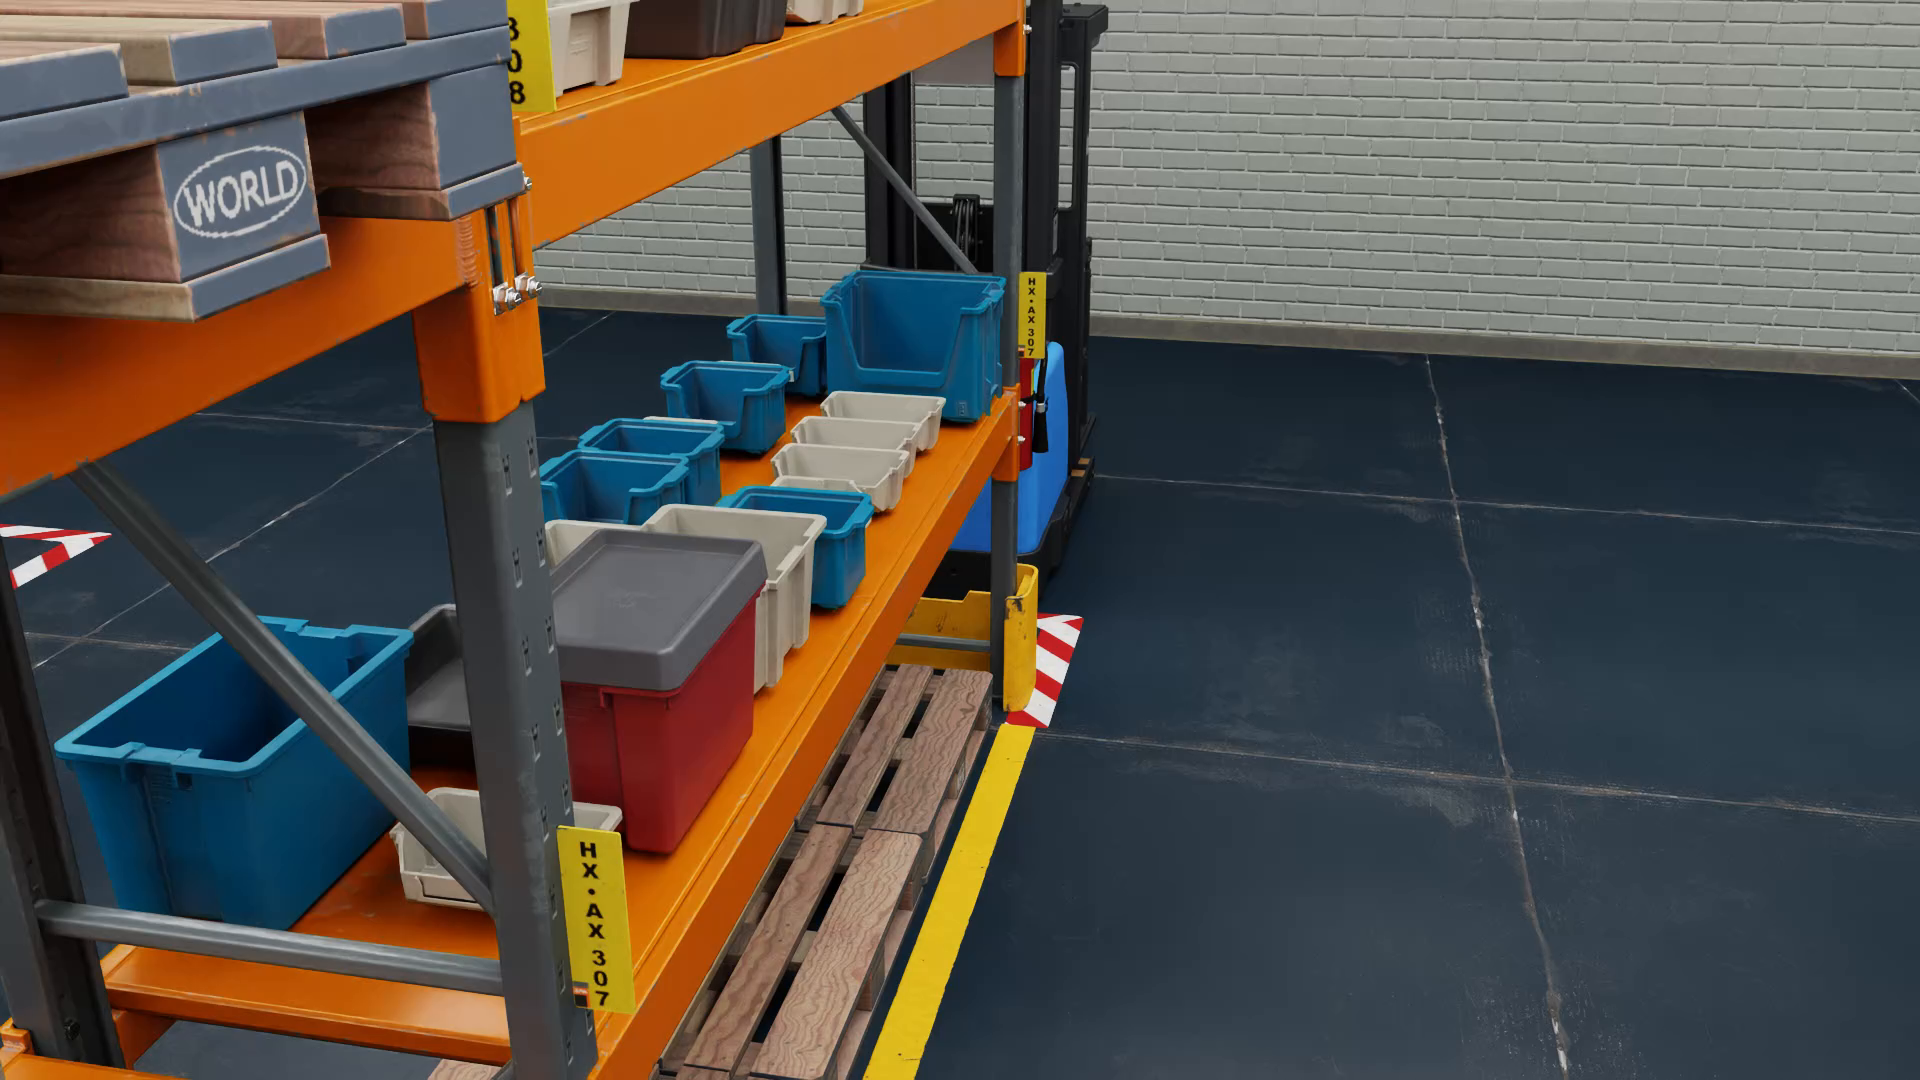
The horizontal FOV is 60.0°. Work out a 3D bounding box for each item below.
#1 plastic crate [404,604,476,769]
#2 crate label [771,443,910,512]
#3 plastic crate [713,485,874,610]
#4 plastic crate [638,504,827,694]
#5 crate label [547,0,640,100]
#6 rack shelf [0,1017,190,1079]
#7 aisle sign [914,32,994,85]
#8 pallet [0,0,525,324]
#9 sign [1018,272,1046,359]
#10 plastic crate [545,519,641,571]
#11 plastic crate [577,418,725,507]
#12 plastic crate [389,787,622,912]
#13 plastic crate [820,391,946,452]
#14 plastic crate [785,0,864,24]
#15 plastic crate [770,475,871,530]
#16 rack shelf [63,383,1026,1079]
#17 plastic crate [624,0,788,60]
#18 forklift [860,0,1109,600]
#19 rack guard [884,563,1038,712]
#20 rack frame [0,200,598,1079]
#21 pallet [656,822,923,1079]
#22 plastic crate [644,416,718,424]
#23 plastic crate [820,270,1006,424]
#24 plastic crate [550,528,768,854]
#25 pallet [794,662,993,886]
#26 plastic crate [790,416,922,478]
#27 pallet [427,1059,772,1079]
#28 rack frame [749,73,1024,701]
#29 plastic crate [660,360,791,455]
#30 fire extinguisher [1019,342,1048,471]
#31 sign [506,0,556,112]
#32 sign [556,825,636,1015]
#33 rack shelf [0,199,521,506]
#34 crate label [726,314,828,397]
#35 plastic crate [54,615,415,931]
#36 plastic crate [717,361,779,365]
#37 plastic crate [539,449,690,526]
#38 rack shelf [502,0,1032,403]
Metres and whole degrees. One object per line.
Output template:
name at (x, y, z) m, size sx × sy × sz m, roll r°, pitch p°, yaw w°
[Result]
plastic crate at (-1.124, 0.336, 3.791) m, size 0.437 × 0.125 × 0.590 m, roll 4°, pitch 22°, yaw 11°
crate label at (-0.369, -0.181, 5.062) m, size 0.396 × 0.136 × 0.243 m, roll 4°, pitch 22°, yaw 11°
plastic crate at (-0.441, 0.024, 4.423) m, size 0.416 × 0.233 × 0.300 m, roll 4°, pitch 22°, yaw 11°
plastic crate at (-0.598, 0.149, 4.047) m, size 0.437 × 0.282 × 0.530 m, roll 4°, pitch 22°, yaw 11°
crate label at (-0.707, -0.760, 2.563) m, size 0.293 × 0.136 × 0.466 m, roll 4°, pitch 22°, yaw 11°
rack shelf at (-1.498, 1.731, 1.002) m, size 1.077 × 0.370 × 4.000 m, roll 4°, pitch 22°, yaw 11°
aisle sign at (0.028, -2.006, 5.841) m, size 0.394 × 0.787 × 0.004 m, roll 4°, pitch 22°, yaw 11°
pallet at (-1.154, -0.343, 1.429) m, size 1.213 × 0.211 × 1.003 m, roll 4°, pitch 22°, yaw 11°
sign at (0.269, -0.836, 6.196) m, size 0.100 × 0.325 × 0.005 m, roll 4°, pitch 22°, yaw 11°
plastic crate at (-1.028, 0.101, 4.360) m, size 0.293 × 0.136 × 0.466 m, roll 4°, pitch 22°, yaw 11°
plastic crate at (-0.915, -0.200, 4.979) m, size 0.416 × 0.233 × 0.300 m, roll 4°, pitch 22°, yaw 11°
plastic crate at (-0.855, 0.601, 3.118) m, size 0.396 × 0.136 × 0.243 m, roll 4°, pitch 22°, yaw 11°
plastic crate at (-0.262, -0.390, 5.580) m, size 0.396 × 0.136 × 0.243 m, roll 4°, pitch 22°, yaw 11°
plastic crate at (-0.452, -1.291, 3.882) m, size 0.437 × 0.136 × 0.530 m, roll 4°, pitch 22°, yaw 11°
plastic crate at (-0.411, -0.072, 4.789) m, size 0.298 × 0.136 × 0.250 m, roll 4°, pitch 22°, yaw 11°
rack shelf at (-0.681, 0.269, 4.635) m, size 1.077 × 0.370 × 4.000 m, roll 4°, pitch 22°, yaw 11°
plastic crate at (-0.568, -1.098, 3.224) m, size 0.497 × 0.269 × 0.590 m, roll 4°, pitch 22°, yaw 11°
forklift at (0.124, -1.589, 8.377) m, size 1.130 × 2.935 × 3.031 m, roll 4°, pitch 22°, yaw 11°
rack guard at (-0.281, 0.353, 6.808) m, size 1.175 × 0.500 × 0.348 m, roll 4°, pitch 22°, yaw 11°
rack frame at (-1.086, 0.667, 2.683) m, size 0.949 × 2.616 × 0.053 m, roll 4°, pitch 22°, yaw 11°
pallet at (-0.731, 1.240, 4.991) m, size 1.003 × 0.211 × 1.213 m, roll 4°, pitch 22°, yaw 11°
plastic crate at (-0.931, -0.278, 5.301) m, size 0.250 × 0.136 × 0.298 m, roll 4°, pitch 22°, yaw 11°
plastic crate at (-0.159, -0.704, 5.959) m, size 0.616 × 0.435 × 0.499 m, roll 4°, pitch 22°, yaw 11°
plastic crate at (-0.662, 0.301, 3.424) m, size 0.402 × 0.464 × 0.583 m, roll 4°, pitch 22°, yaw 11°
pallet at (-0.480, 0.796, 6.096) m, size 1.003 × 0.211 × 1.213 m, roll 4°, pitch 22°, yaw 11°
plastic crate at (-0.336, -0.285, 5.319) m, size 0.396 × 0.136 × 0.243 m, roll 4°, pitch 22°, yaw 11°
pallet at (-0.977, 1.688, 3.880) m, size 1.003 × 0.211 × 1.213 m, roll 4°, pitch 22°, yaw 11°
rack frame at (-0.273, -0.797, 6.316) m, size 1.000 × 3.000 × 0.127 m, roll 4°, pitch 22°, yaw 11°
plastic crate at (-0.780, -0.441, 5.577) m, size 0.416 × 0.233 × 0.300 m, roll 4°, pitch 22°, yaw 11°
fire extinguisher at (0.202, -0.608, 6.451) m, size 0.296 × 0.674 × 0.183 m, roll 4°, pitch 22°, yaw 11°
sign at (-0.551, -0.687, 2.016) m, size 0.100 × 0.325 × 0.005 m, roll 4°, pitch 22°, yaw 11°
sign at (-0.551, 0.581, 2.527) m, size 0.100 × 0.325 × 0.005 m, roll 4°, pitch 22°, yaw 11°
rack shelf at (-1.498, 0.340, 0.442) m, size 1.077 × 0.370 × 4.000 m, roll 4°, pitch 22°, yaw 11°
crate label at (-0.646, -0.682, 6.175) m, size 0.416 × 0.233 × 0.303 m, roll 4°, pitch 22°, yaw 11°
plastic crate at (-1.328, 0.449, 3.164) m, size 0.392 × 0.384 × 0.575 m, roll 4°, pitch 22°, yaw 11°
plastic crate at (-0.792, -0.526, 5.917) m, size 0.250 × 0.136 × 0.298 m, roll 4°, pitch 22°, yaw 11°
plastic crate at (-0.976, -0.090, 4.706) m, size 0.416 × 0.233 × 0.300 m, roll 4°, pitch 22°, yaw 11°
rack shelf at (-0.681, -1.123, 4.074) m, size 1.077 × 0.370 × 4.000 m, roll 4°, pitch 22°, yaw 11°
